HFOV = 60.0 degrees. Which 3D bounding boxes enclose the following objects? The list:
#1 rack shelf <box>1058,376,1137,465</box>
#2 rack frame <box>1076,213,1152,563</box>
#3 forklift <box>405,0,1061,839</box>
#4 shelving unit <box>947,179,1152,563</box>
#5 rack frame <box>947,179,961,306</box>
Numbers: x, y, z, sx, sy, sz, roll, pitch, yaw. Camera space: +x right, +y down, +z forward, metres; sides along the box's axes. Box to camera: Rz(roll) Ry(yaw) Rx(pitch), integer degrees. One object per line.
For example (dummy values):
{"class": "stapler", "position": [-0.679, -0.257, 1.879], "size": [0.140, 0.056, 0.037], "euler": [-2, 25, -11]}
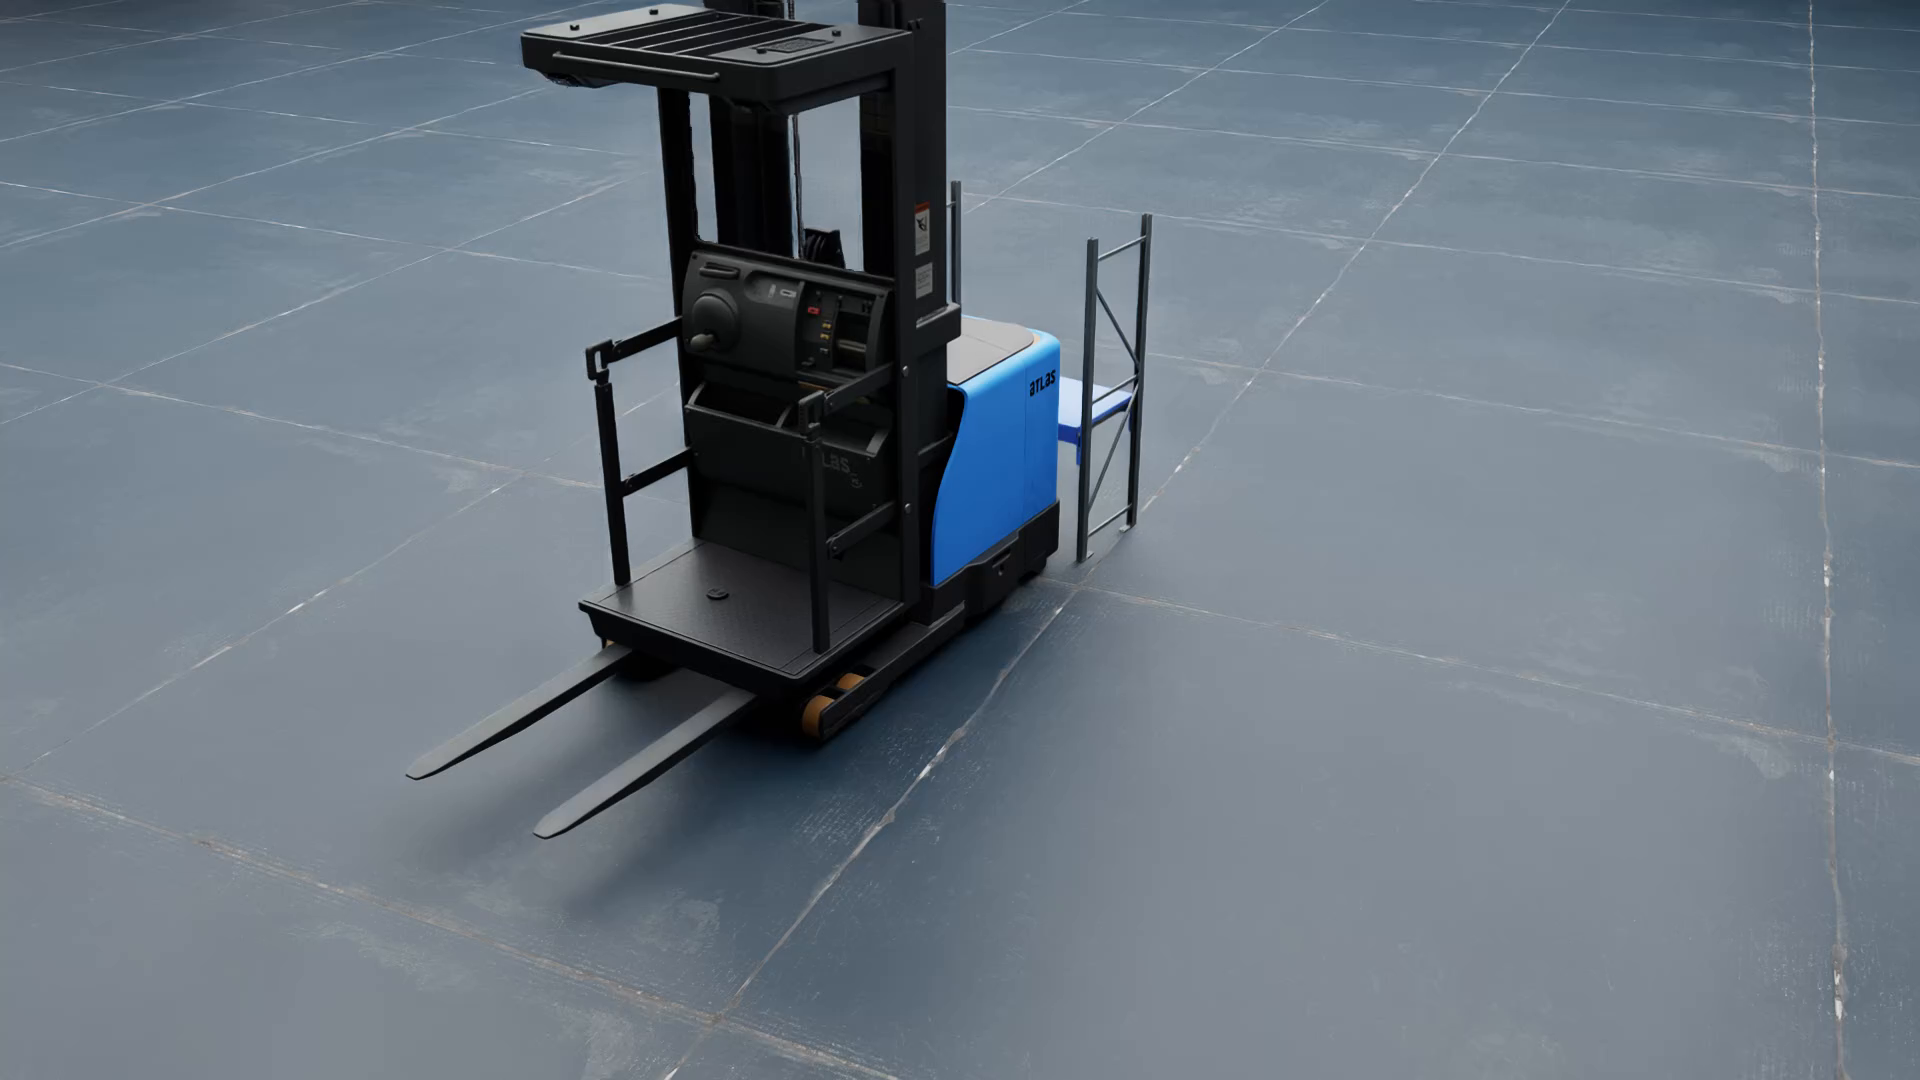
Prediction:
{"class": "rack shelf", "position": [0.267, -0.630, 7.739], "size": [1.000, 0.185, 0.538], "euler": [17, 31, 31]}
{"class": "rack frame", "position": [0.683, -0.663, 7.398], "size": [0.032, 1.500, 0.500], "euler": [17, 31, 31]}
{"class": "forklift", "position": [-0.779, -0.802, 6.062], "size": [1.130, 2.935, 3.031], "euler": [16, 30, 29]}
{"class": "shelving unit", "position": [0.267, -0.792, 7.660], "size": [1.048, 1.500, 0.538], "euler": [17, 31, 31]}
{"class": "rack frame", "position": [-0.149, -0.921, 7.922], "size": [0.032, 1.500, 0.500], "euler": [17, 31, 31]}
